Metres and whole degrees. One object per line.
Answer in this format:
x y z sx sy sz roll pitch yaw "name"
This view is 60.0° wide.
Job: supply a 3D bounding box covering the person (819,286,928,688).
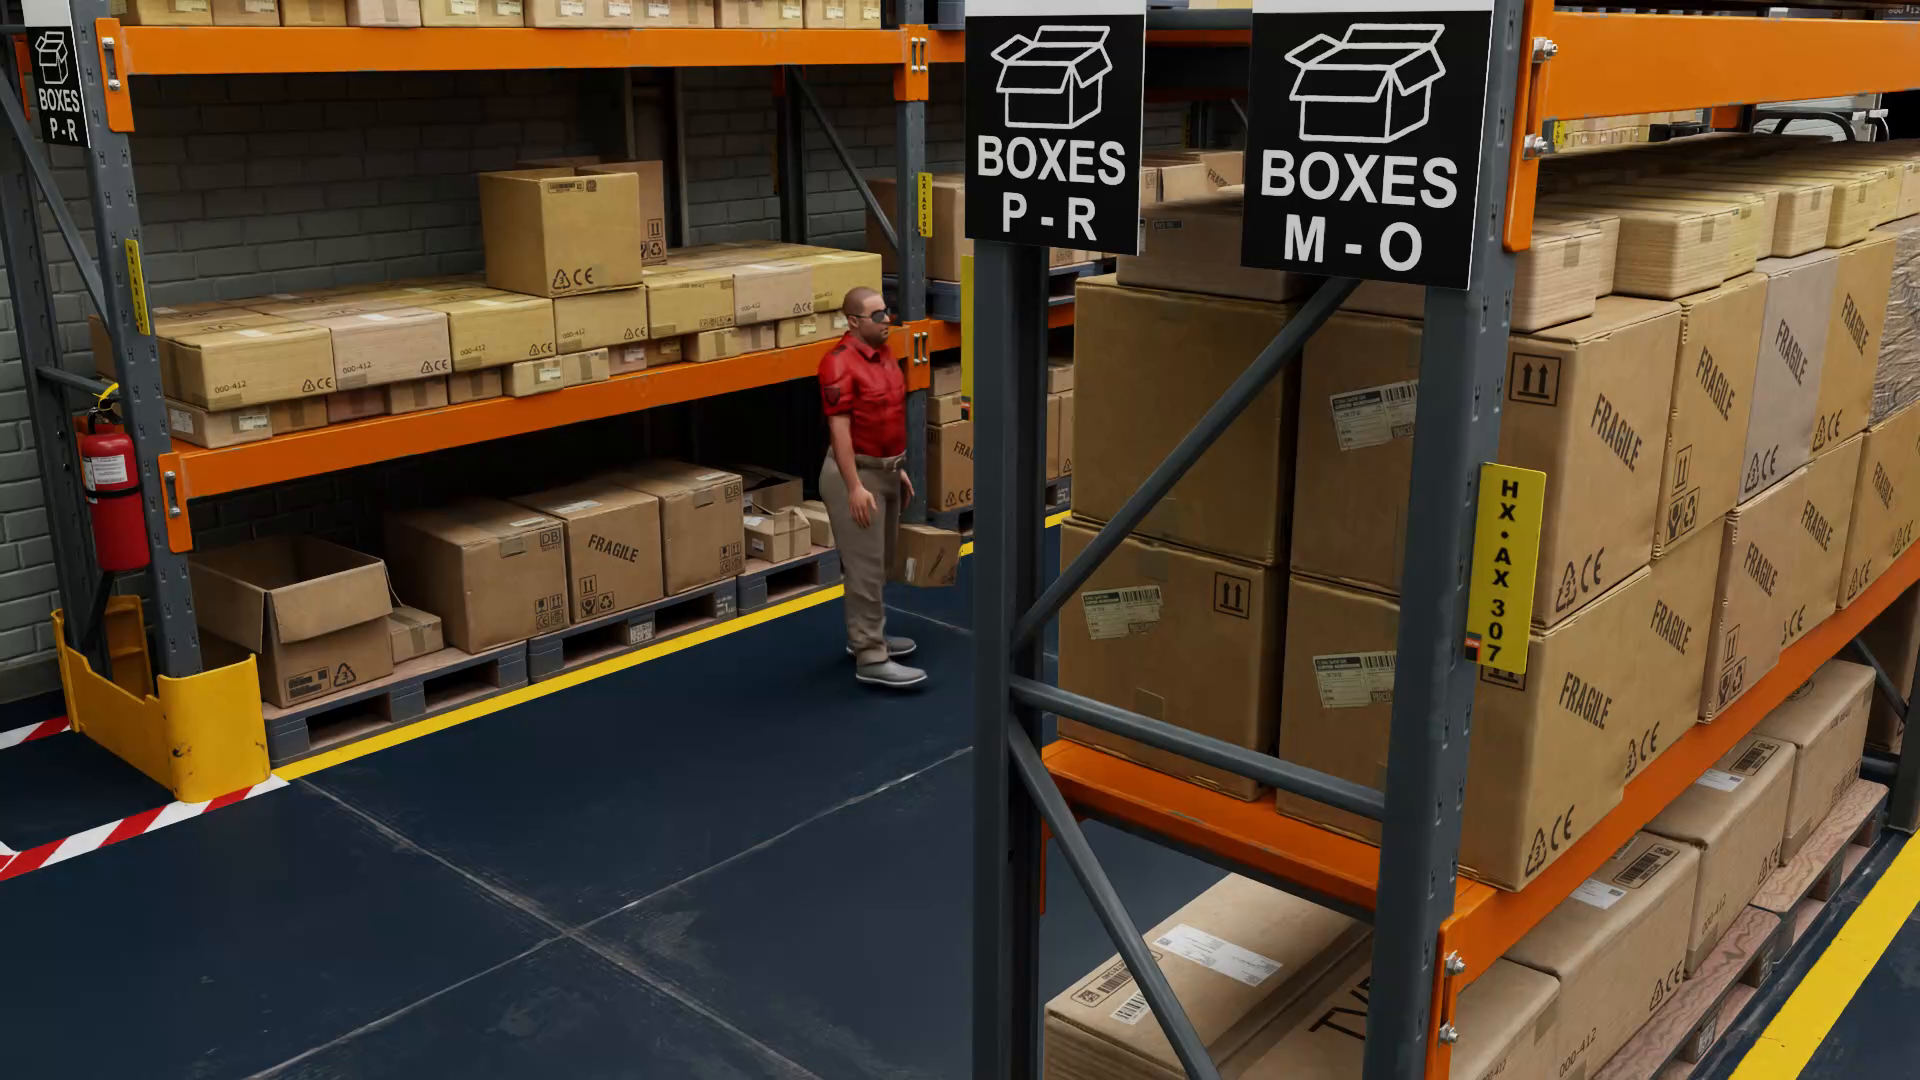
-0.329 -0.238 7.284 0.536 1.731 0.595 8 18 24 "person"
